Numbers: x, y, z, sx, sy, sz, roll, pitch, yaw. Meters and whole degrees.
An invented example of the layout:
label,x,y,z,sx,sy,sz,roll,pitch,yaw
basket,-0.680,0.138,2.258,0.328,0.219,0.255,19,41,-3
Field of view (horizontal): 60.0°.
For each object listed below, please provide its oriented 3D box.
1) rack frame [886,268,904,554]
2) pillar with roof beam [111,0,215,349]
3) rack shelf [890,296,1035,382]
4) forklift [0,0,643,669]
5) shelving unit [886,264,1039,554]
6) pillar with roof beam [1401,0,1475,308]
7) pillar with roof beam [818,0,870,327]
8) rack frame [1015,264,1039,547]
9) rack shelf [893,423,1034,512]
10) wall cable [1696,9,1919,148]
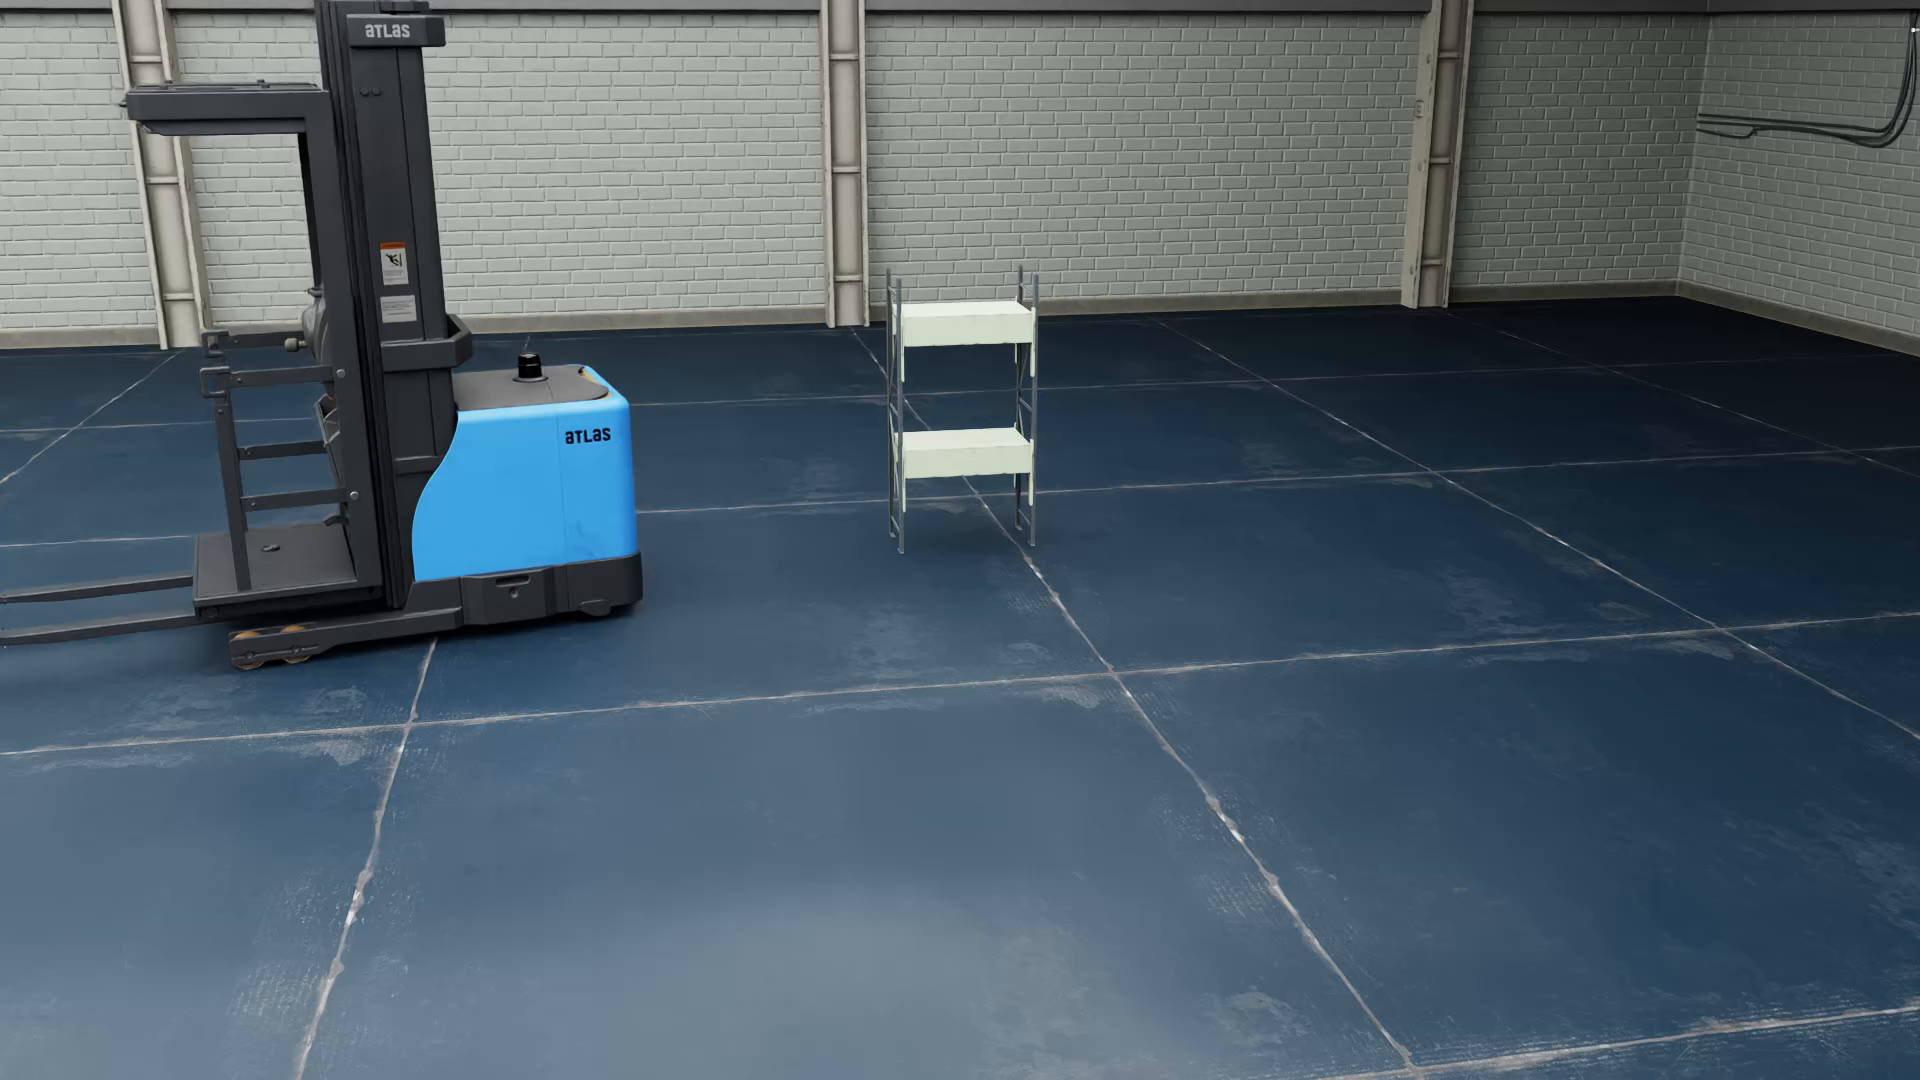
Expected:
label,x,y,z,sx,sy,sz,roll,pitch,yaw
rack frame,-0.353,-0.697,9.026,0.023,1.500,0.400,-3,17,-10
pillar with roof beam,-6.164,-4.821,9.682,0.400,9.000,9.100,-3,17,-10
rack shelf,0.007,-1.090,8.978,0.720,0.370,0.431,-3,17,-10
forklift,-3.118,-0.999,7.572,3.031,2.935,1.130,-7,18,-22
shelving unit,0.007,-0.717,9.093,0.755,1.500,0.431,-3,17,-10
pillar with roof beam,5.618,-5.489,11.858,0.400,9.000,9.100,-3,17,-10
pillar with roof beam,-0.273,-5.155,10.770,0.400,9.000,9.100,-3,17,-10
rack frame,0.366,-0.738,9.159,0.023,1.500,0.400,-3,17,-10
rack shelf,0.007,-0.406,9.189,0.720,0.370,0.431,-3,17,-10
wall cable,7.945,-5.029,15.647,0.112,2.526,3.097,-3,17,-10
